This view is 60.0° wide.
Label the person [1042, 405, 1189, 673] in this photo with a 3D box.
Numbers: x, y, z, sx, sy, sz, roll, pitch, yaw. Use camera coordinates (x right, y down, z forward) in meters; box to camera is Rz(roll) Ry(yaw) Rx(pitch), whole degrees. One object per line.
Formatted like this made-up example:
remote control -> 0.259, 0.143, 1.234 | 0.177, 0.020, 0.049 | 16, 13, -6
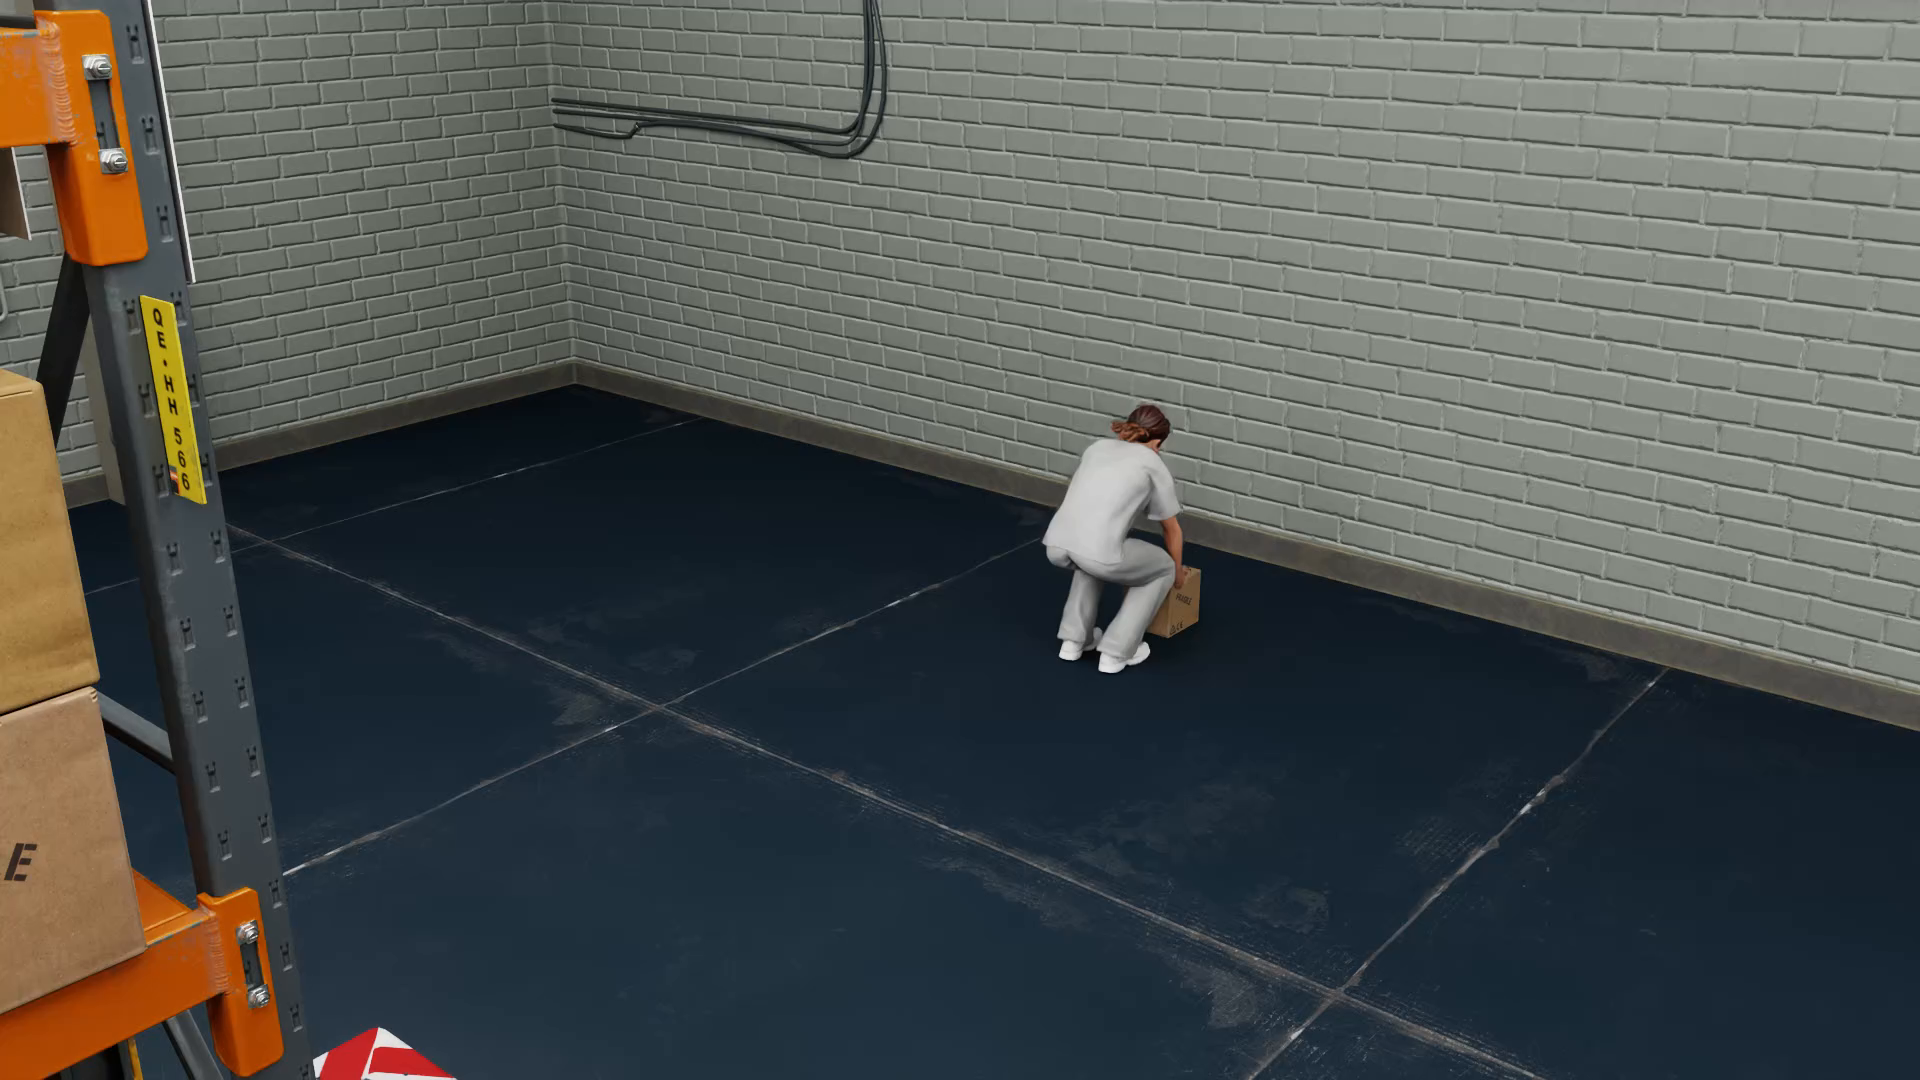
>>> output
person -> 0.647, -0.010, 7.049 | 0.490, 1.023, 0.777 | 16, 25, 36
